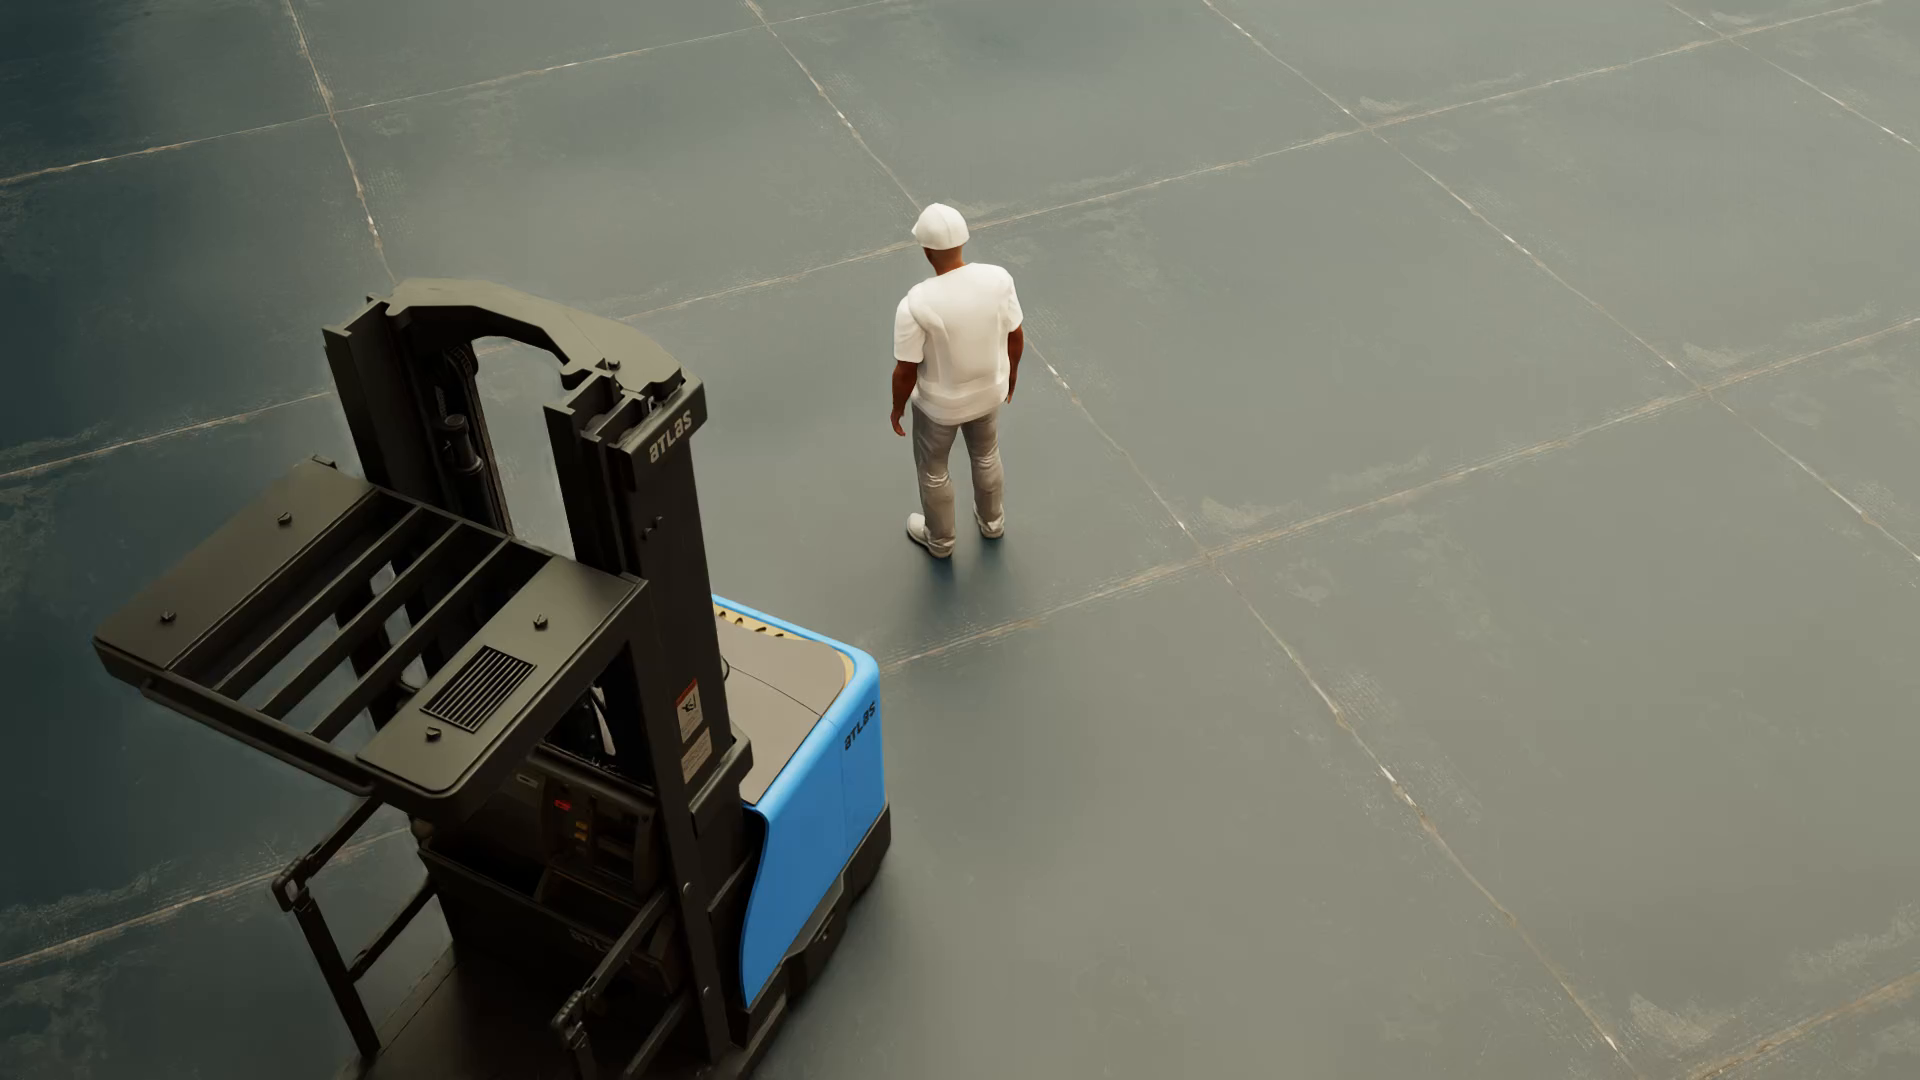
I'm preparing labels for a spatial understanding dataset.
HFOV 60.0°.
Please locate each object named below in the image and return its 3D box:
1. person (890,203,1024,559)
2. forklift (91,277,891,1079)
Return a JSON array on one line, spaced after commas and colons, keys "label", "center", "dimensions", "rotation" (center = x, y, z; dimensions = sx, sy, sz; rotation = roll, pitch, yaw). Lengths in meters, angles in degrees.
[{"label": "person", "center": [-0.024, -0.664, 7.253], "dimensions": [0.626, 1.760, 0.460], "rotation": [-19, 46, -19]}, {"label": "forklift", "center": [-1.384, 0.870, 4.748], "dimensions": [1.130, 2.935, 3.031], "rotation": [19, 46, 19]}]
